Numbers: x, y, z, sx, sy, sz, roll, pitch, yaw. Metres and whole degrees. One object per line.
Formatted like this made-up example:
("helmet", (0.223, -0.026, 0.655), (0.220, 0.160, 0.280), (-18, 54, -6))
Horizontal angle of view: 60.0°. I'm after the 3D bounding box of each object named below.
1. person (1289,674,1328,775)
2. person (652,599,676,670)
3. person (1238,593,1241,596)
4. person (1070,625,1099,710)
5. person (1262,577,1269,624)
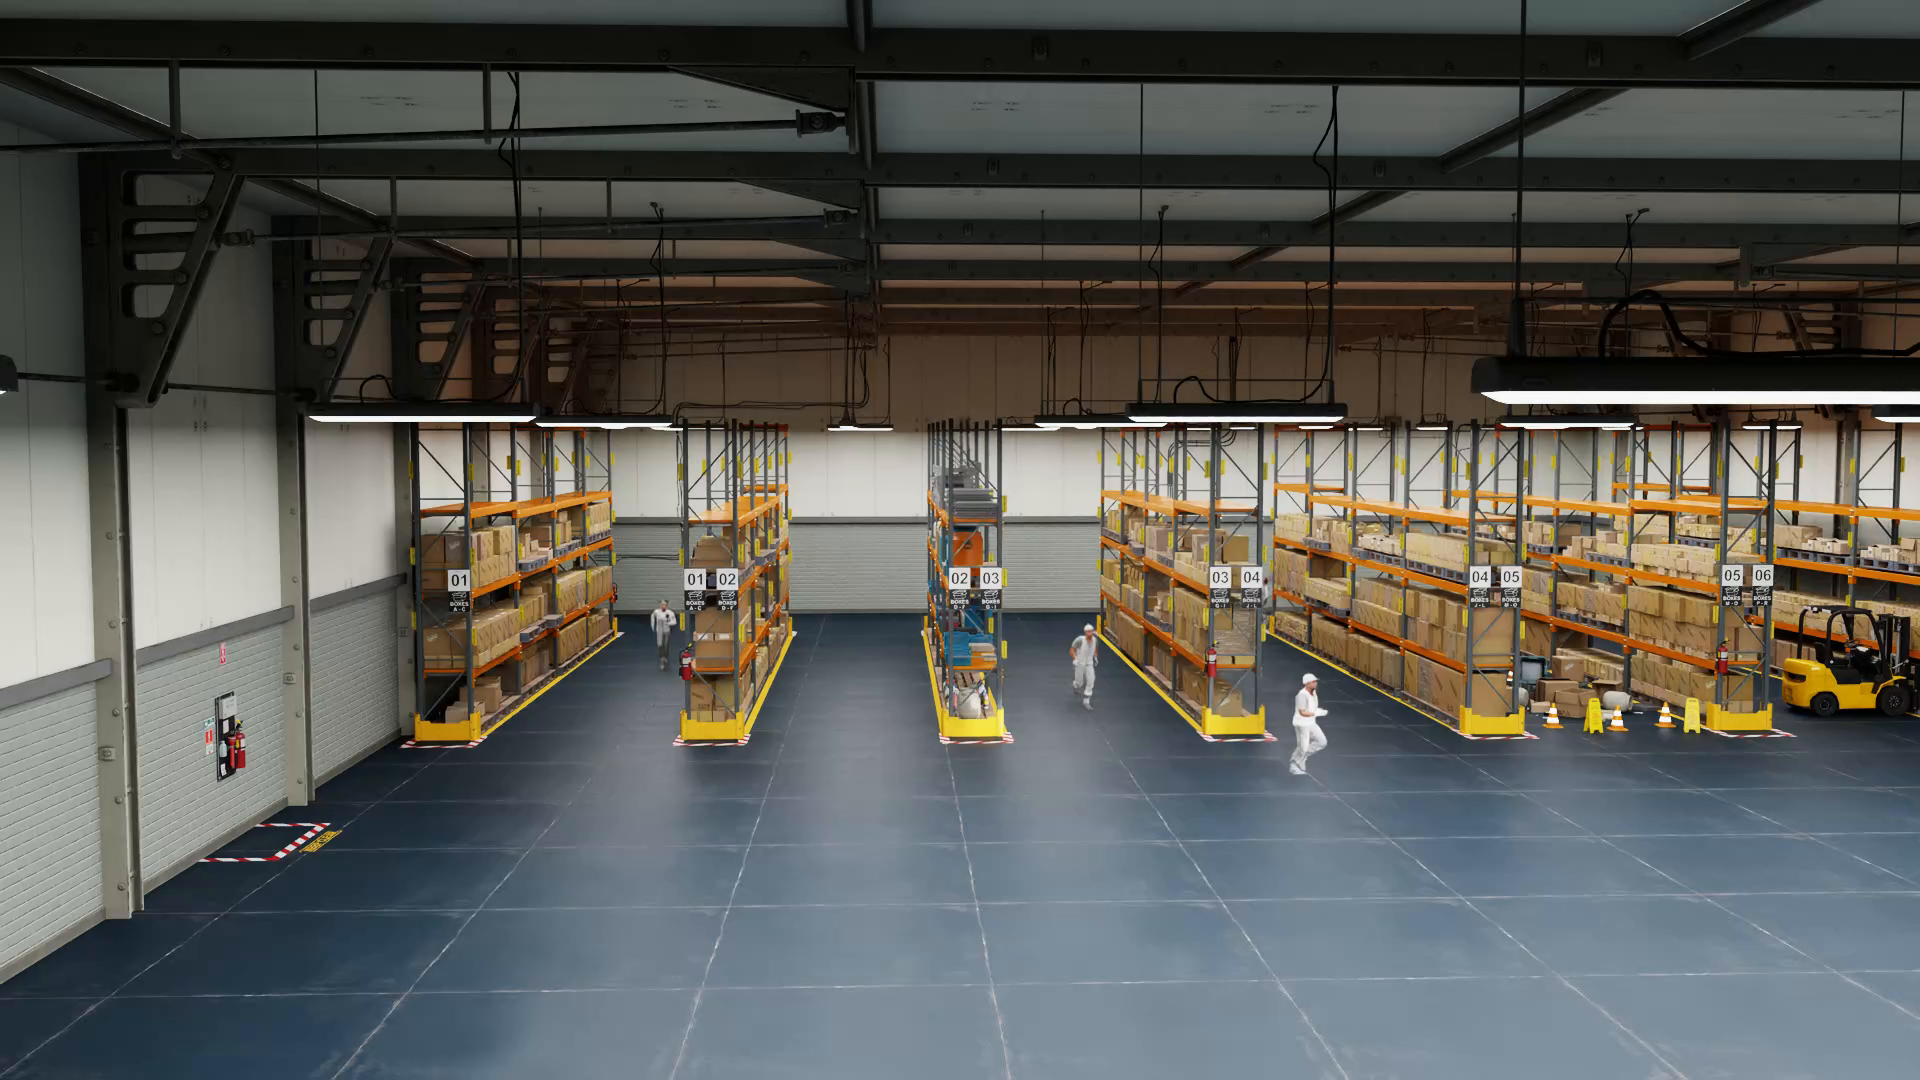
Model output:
("person", (5.804, 3.069, 27.661), (0.728, 1.722, 0.726), (3, 4, 35))
("person", (-7.233, 2.288, 40.635), (0.636, 1.727, 0.829), (0, 4, -2))
("person", (8.169, 1.859, 48.157), (0.538, 1.533, 0.582), (3, 5, 40))
("person", (2.603, 2.634, 34.916), (0.664, 1.768, 0.949), (-1, 4, -18))
("person", (8.880, 1.845, 49.093), (0.537, 1.520, 0.627), (0, 4, -1))
